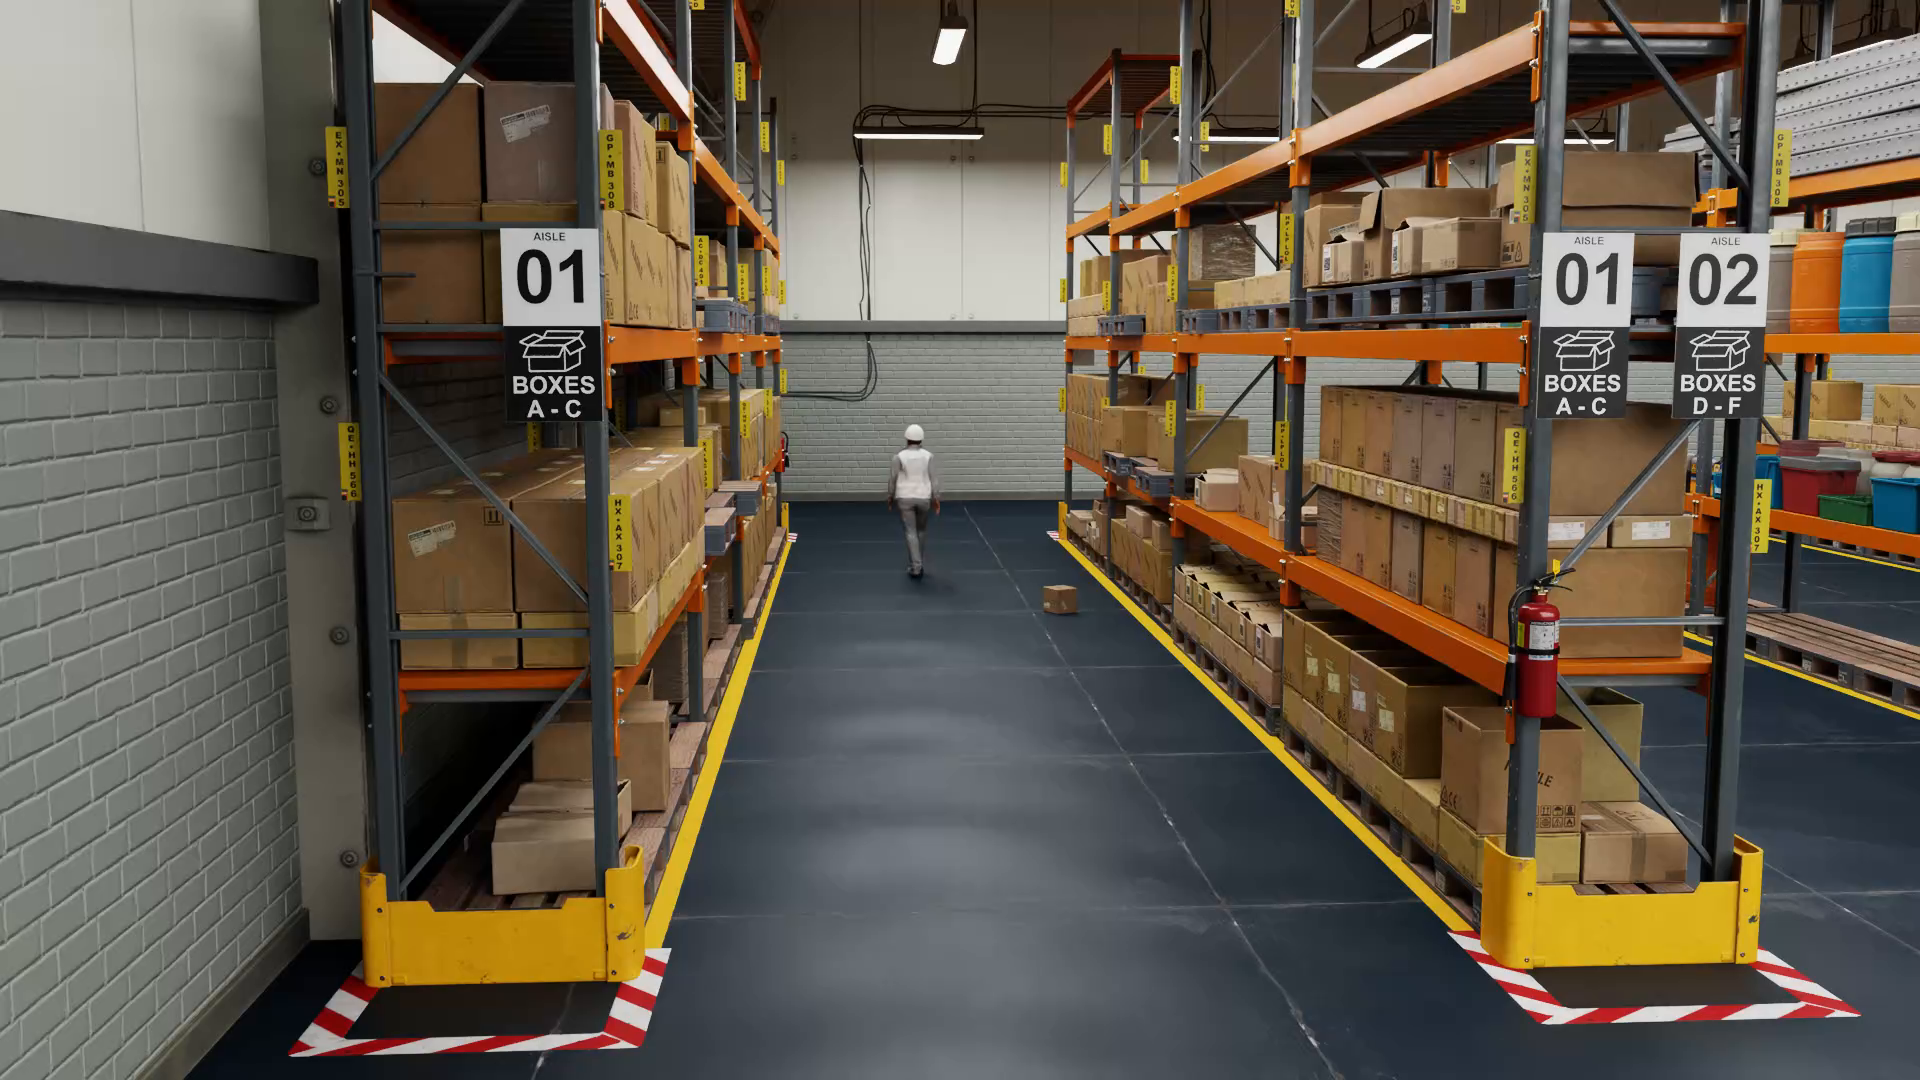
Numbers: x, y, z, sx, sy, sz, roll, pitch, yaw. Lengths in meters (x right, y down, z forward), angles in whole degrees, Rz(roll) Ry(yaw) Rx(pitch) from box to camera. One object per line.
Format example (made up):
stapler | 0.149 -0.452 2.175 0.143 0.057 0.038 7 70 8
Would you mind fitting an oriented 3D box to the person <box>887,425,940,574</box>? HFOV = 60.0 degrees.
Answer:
person | -0.566 -0.477 19.624 0.592 1.773 0.850 -2 7 -18
